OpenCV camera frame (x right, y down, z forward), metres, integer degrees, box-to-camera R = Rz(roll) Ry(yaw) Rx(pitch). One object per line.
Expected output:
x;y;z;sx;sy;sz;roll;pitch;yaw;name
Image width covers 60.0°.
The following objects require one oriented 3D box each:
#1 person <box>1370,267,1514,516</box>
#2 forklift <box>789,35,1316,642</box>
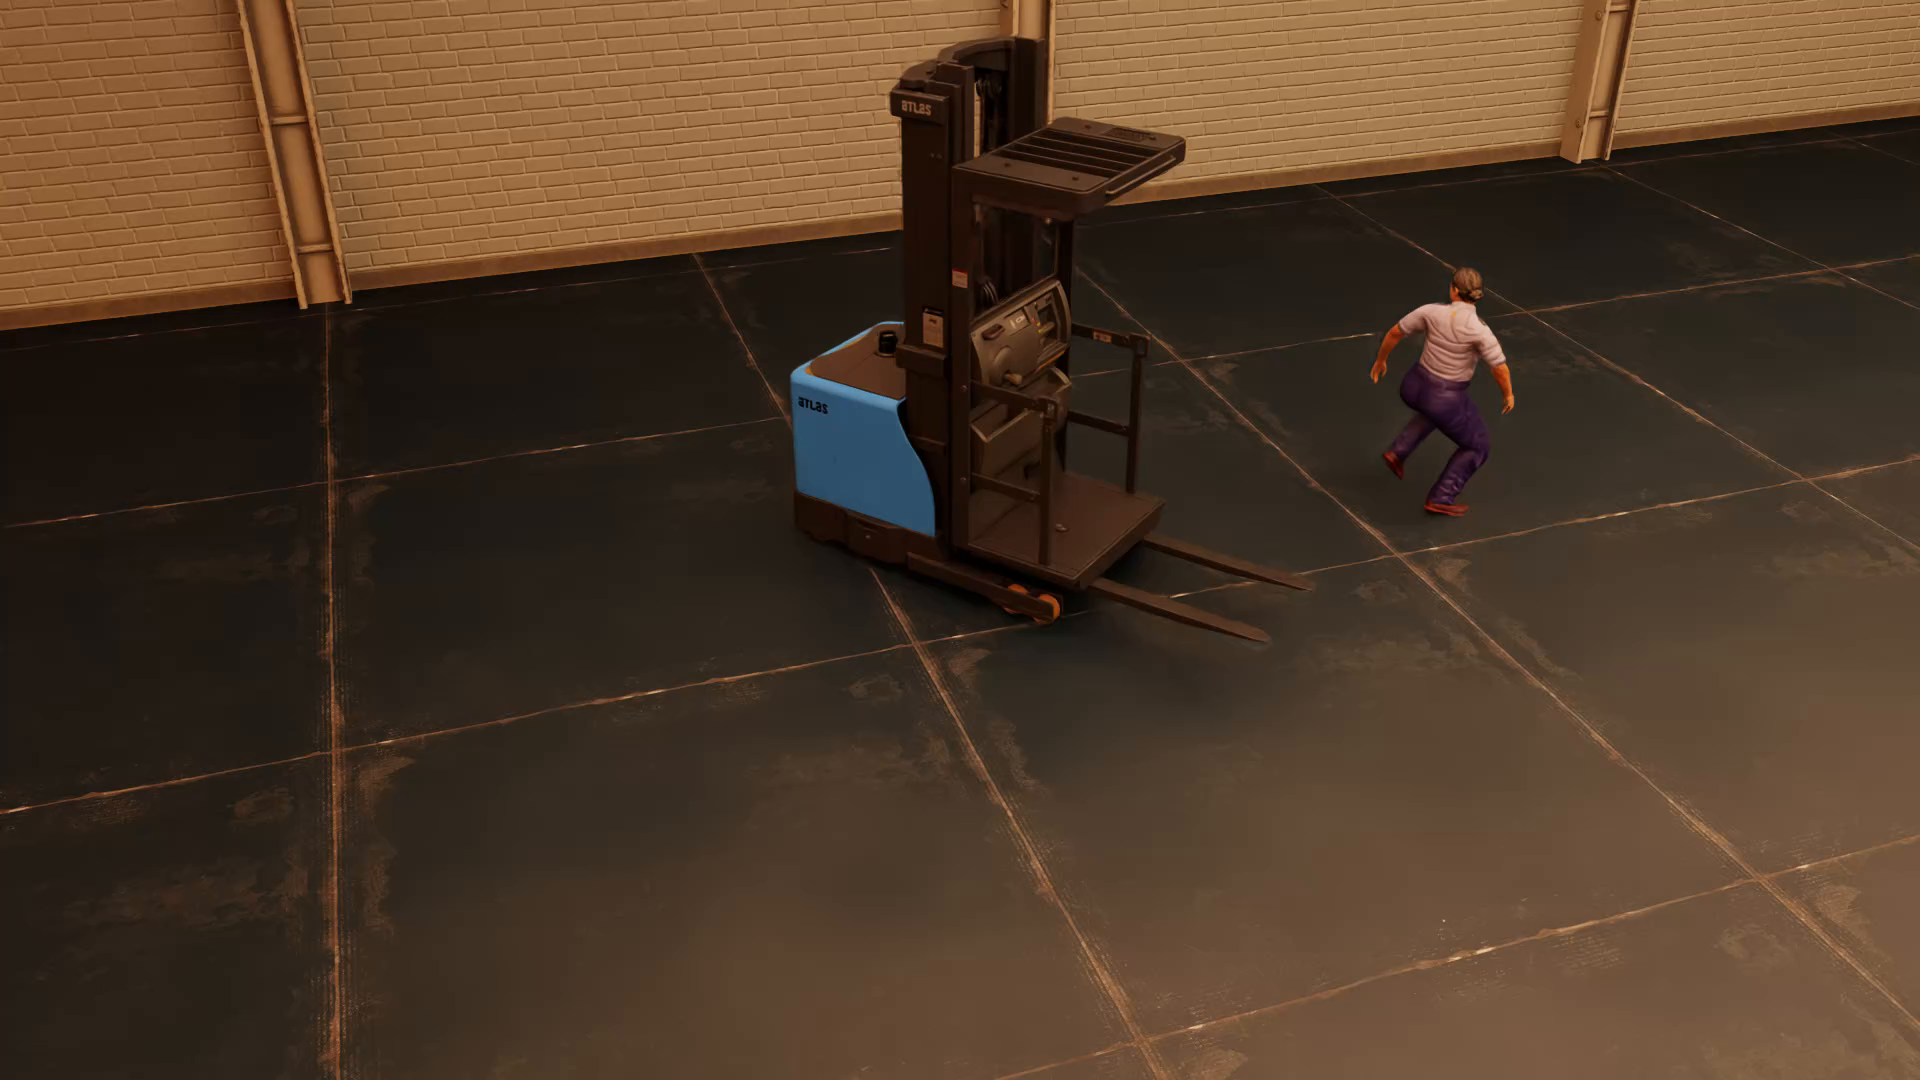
2.942;-0.920;10.098;0.555;1.559;0.755;-17;34;-27;person
0.511;-1.104;9.005;3.031;2.935;1.130;18;35;29;forklift
